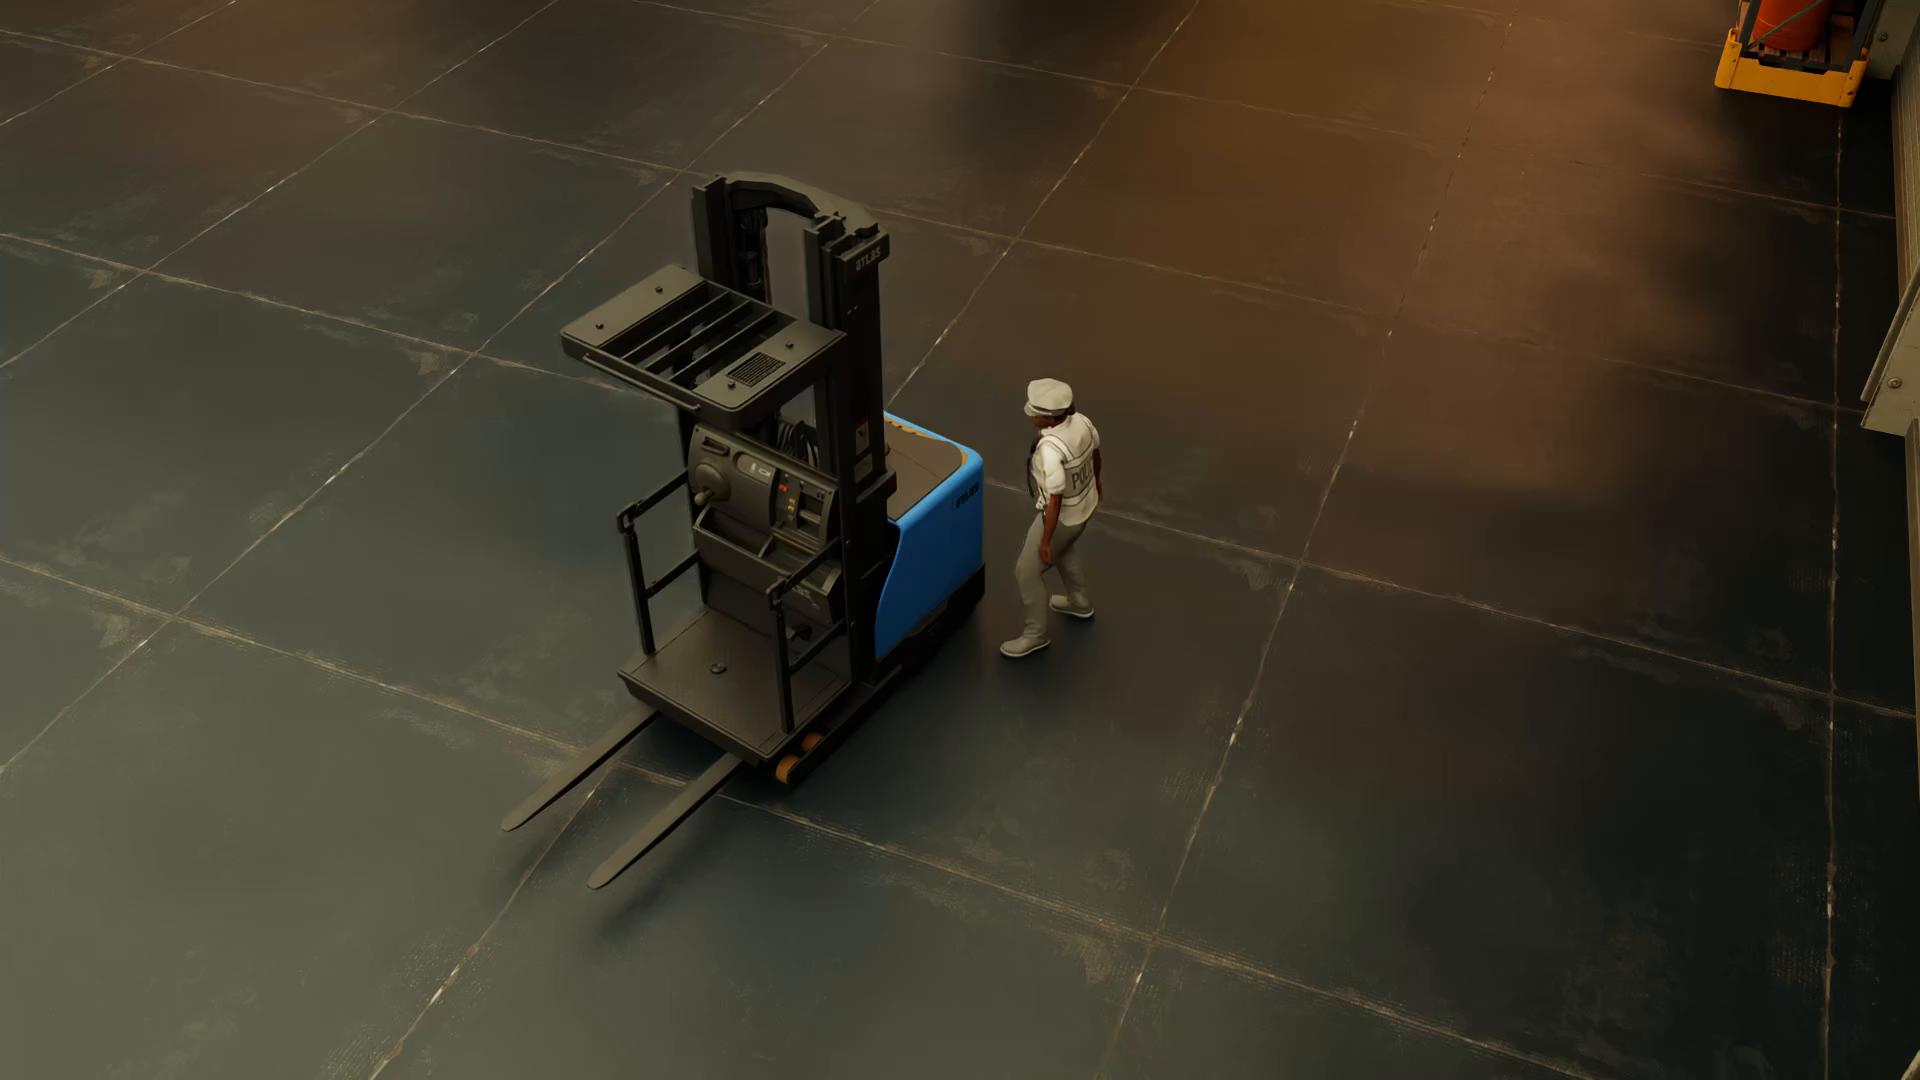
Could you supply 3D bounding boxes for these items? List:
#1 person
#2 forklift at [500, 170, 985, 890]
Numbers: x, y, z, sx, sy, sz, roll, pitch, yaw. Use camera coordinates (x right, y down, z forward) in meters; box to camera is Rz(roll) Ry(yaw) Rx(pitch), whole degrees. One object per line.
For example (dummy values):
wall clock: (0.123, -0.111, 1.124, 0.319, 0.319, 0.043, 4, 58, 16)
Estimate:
person: (0.535, -0.145, 9.206, 0.404, 1.632, 0.793, 17, 43, 20)
forklift: (-1.127, -0.193, 8.237, 1.130, 2.935, 3.031, 25, 46, 27)
